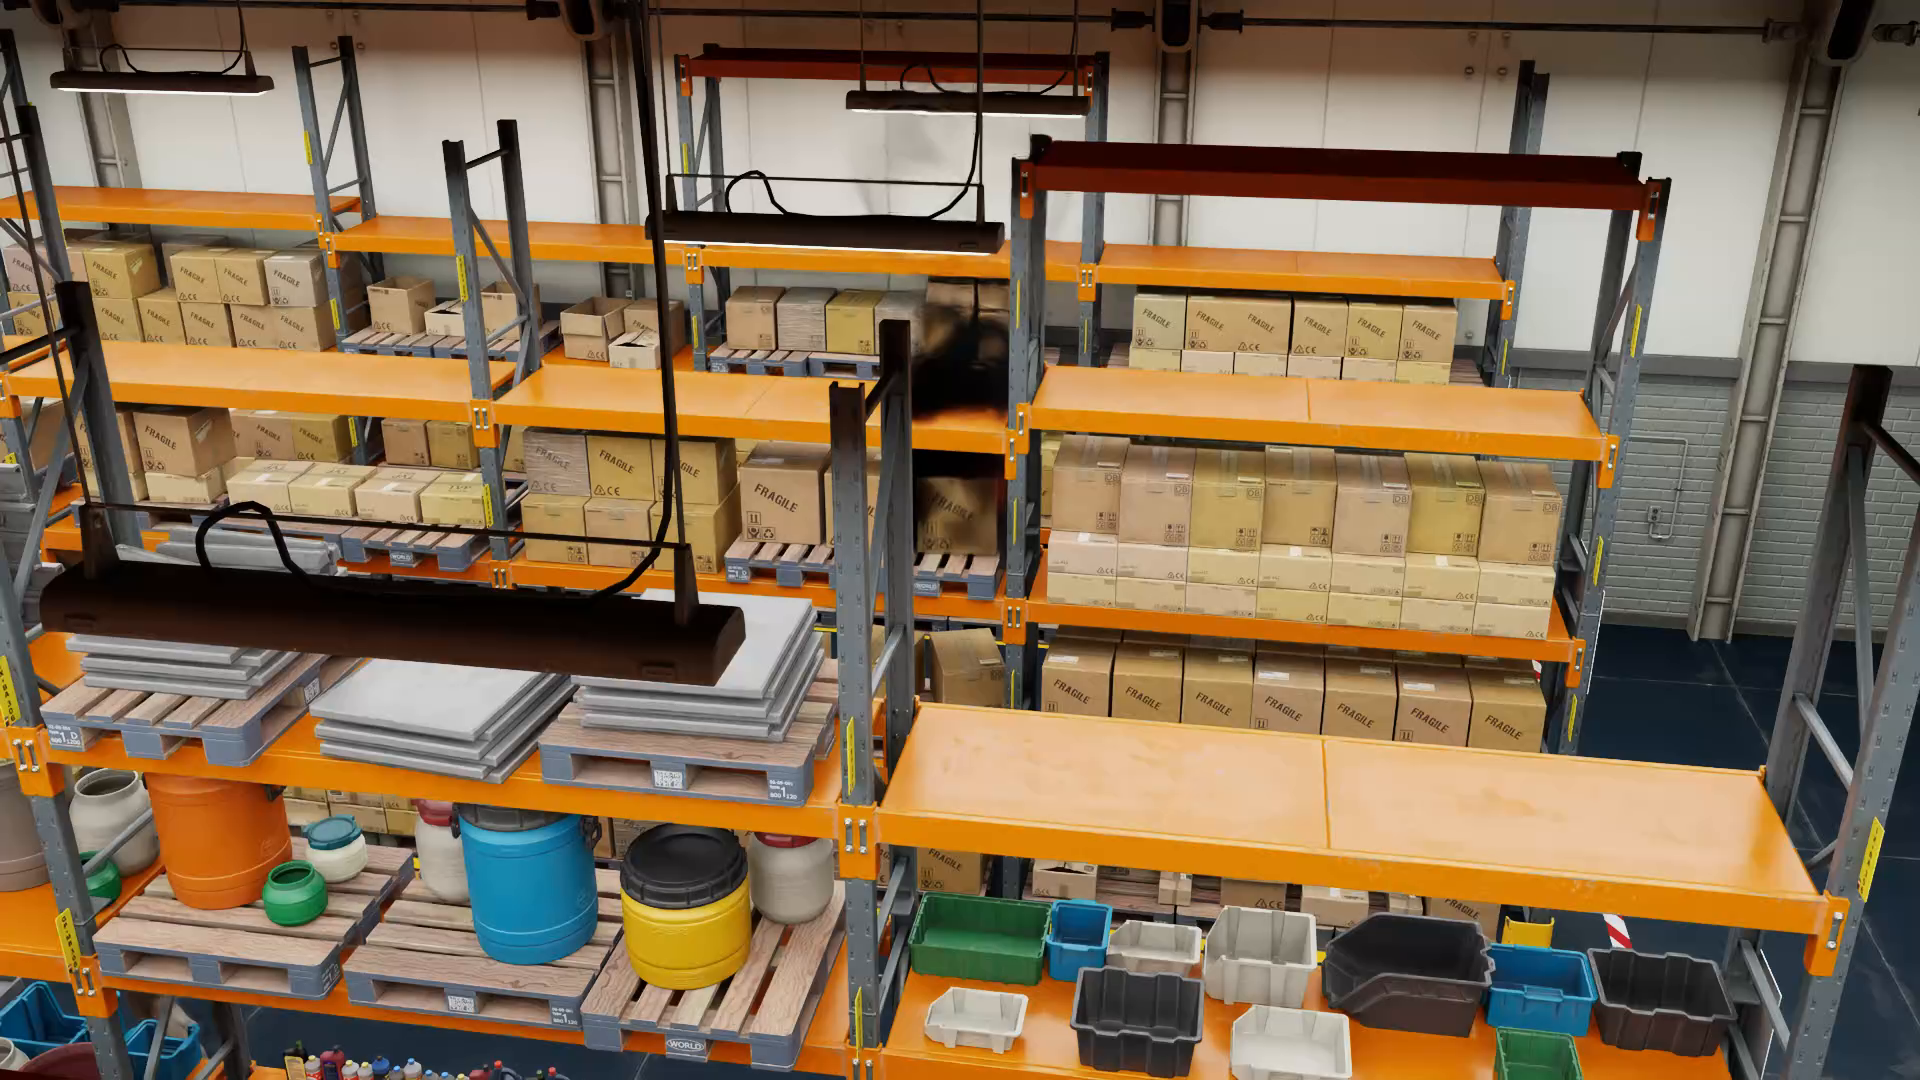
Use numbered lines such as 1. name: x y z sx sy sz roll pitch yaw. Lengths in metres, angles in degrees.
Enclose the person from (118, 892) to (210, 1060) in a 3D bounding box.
1. person: -5.567 2.914 11.325 0.662 1.681 0.659 4 23 8
